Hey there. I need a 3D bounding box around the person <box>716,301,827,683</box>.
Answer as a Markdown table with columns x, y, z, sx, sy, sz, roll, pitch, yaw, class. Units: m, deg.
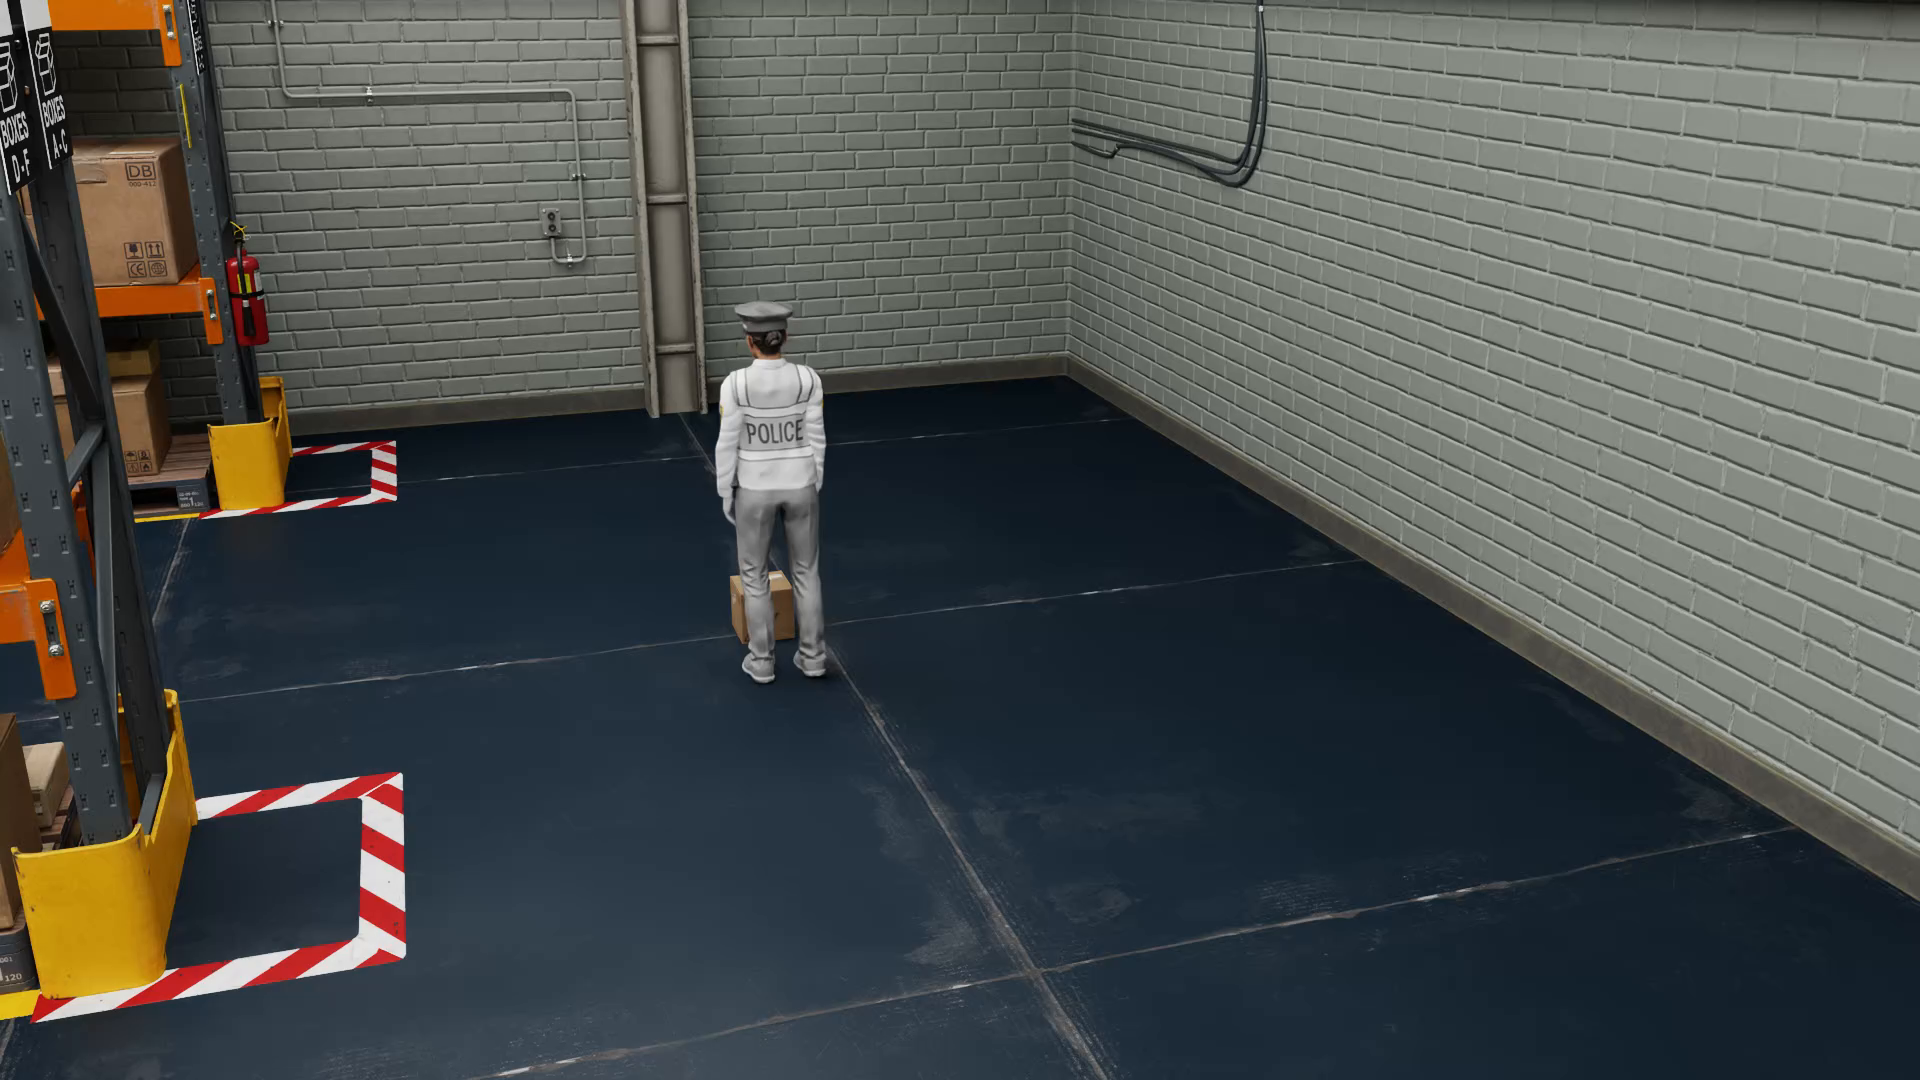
| x | y | z | sx | sy | sz | roll | pitch | yaw | class |
| --- | --- | --- | --- | --- | --- | --- | --- | --- | --- |
| -0.808 | -0.193 | 7.134 | 0.470 | 1.668 | 0.327 | -6 | 20 | -16 | person |
